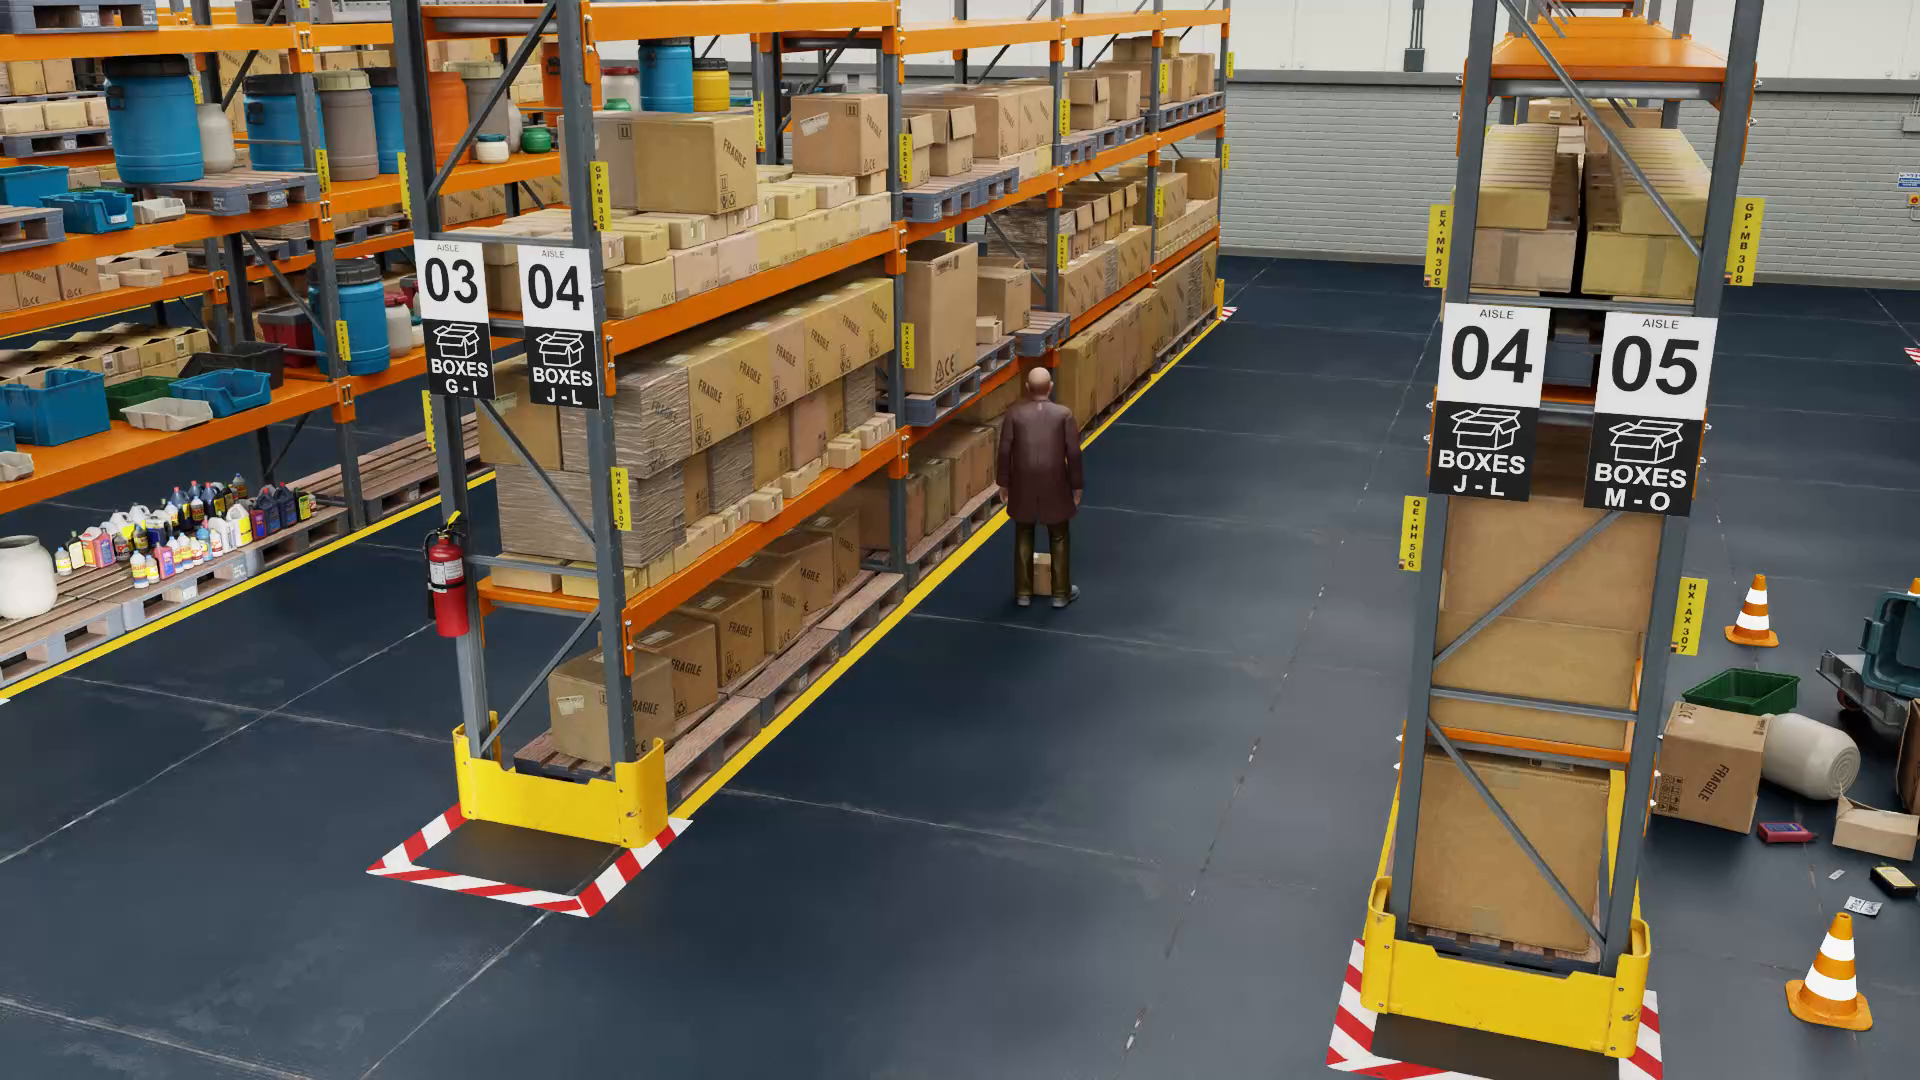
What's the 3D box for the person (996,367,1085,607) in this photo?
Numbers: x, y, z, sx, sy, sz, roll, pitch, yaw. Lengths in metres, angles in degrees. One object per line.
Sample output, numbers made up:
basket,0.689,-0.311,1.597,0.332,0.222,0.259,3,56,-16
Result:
person,0.590,-0.387,12.249,0.654,1.774,0.419,3,19,8
